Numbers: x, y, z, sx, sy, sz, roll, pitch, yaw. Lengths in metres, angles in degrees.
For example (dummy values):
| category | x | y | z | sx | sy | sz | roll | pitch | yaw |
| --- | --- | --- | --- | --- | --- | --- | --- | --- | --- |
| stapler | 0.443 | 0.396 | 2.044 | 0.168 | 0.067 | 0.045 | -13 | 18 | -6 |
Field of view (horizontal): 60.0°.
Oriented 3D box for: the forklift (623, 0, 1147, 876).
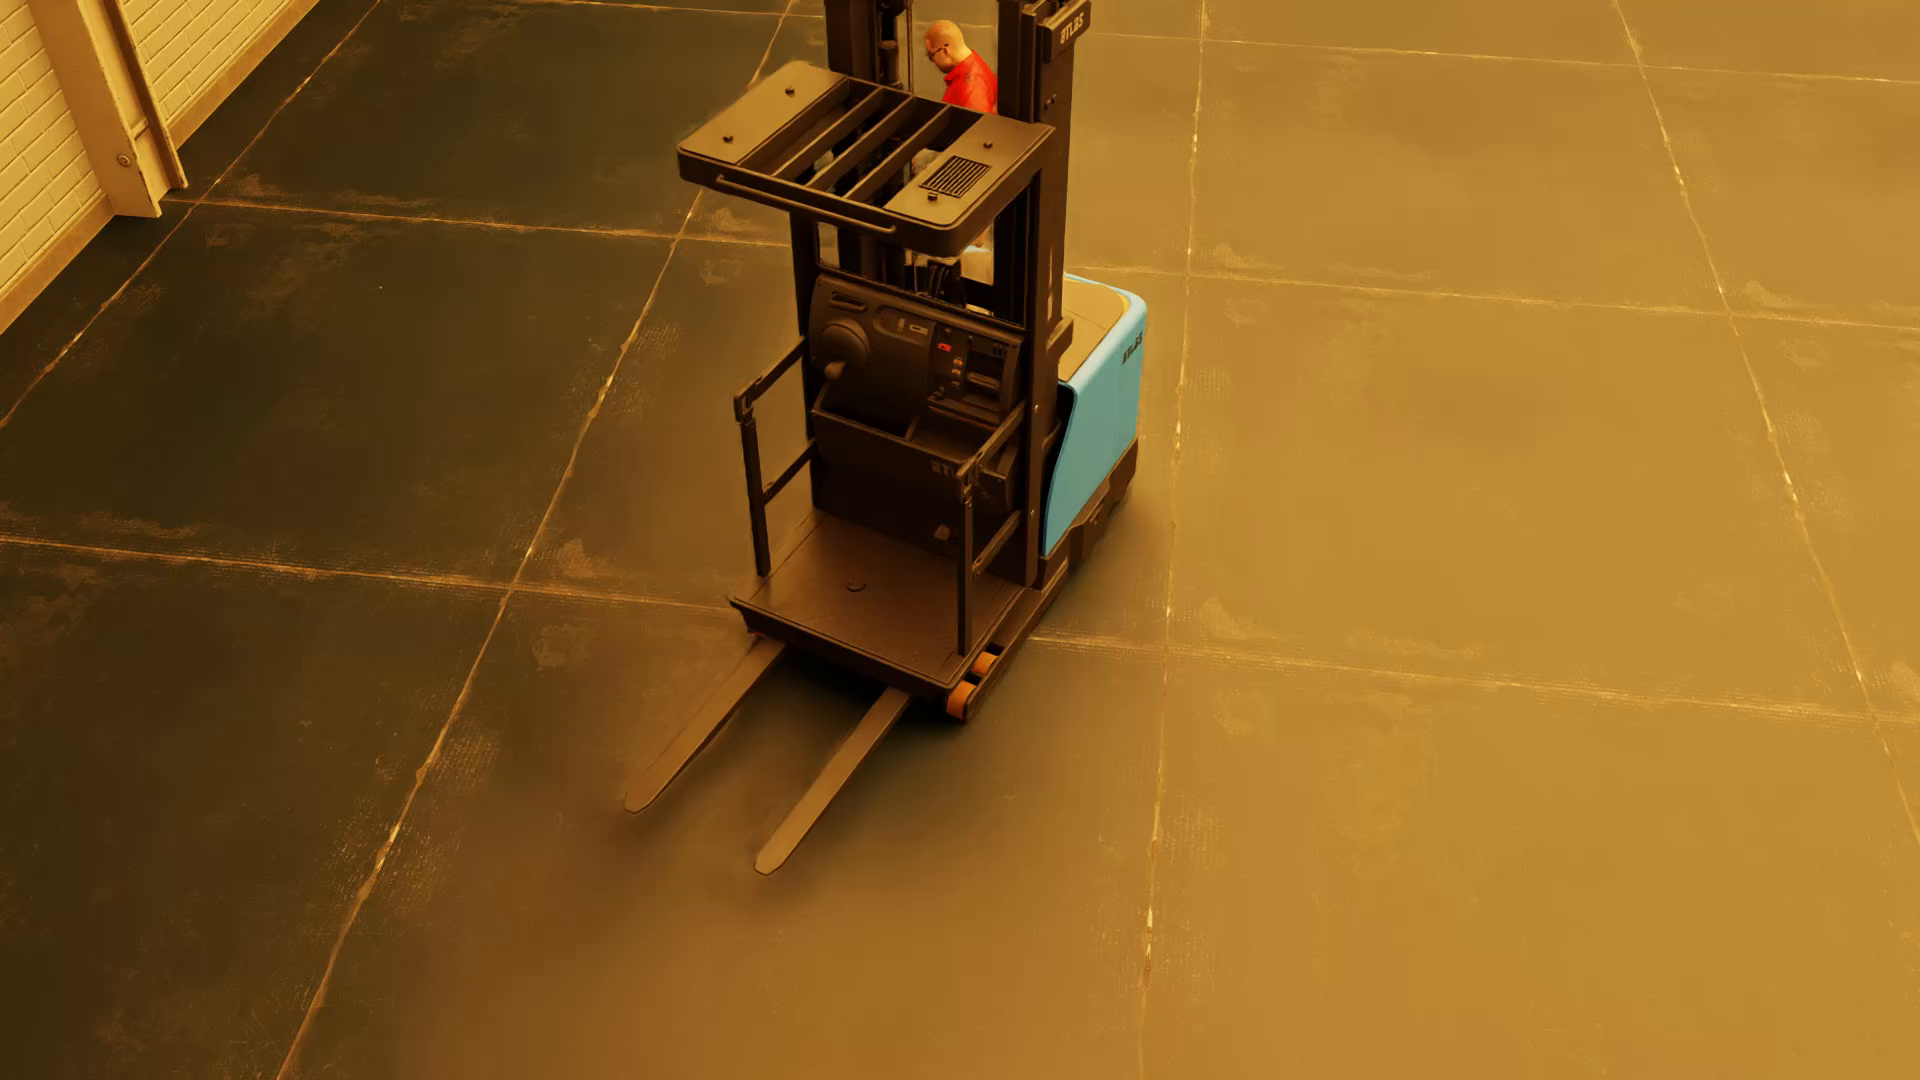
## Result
| category | x | y | z | sx | sy | sz | roll | pitch | yaw |
| --- | --- | --- | --- | --- | --- | --- | --- | --- | --- |
| forklift | -0.289 | -0.670 | 6.454 | 1.130 | 2.935 | 3.031 | 20 | 46 | 21 |

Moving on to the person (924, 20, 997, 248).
| category | x | y | z | sx | sy | sz | roll | pitch | yaw |
| --- | --- | --- | --- | --- | --- | --- | --- | --- | --- |
| person | 0.056 | -1.919 | 8.786 | 0.474 | 1.671 | 1.124 | 1 | 43 | 1 |
